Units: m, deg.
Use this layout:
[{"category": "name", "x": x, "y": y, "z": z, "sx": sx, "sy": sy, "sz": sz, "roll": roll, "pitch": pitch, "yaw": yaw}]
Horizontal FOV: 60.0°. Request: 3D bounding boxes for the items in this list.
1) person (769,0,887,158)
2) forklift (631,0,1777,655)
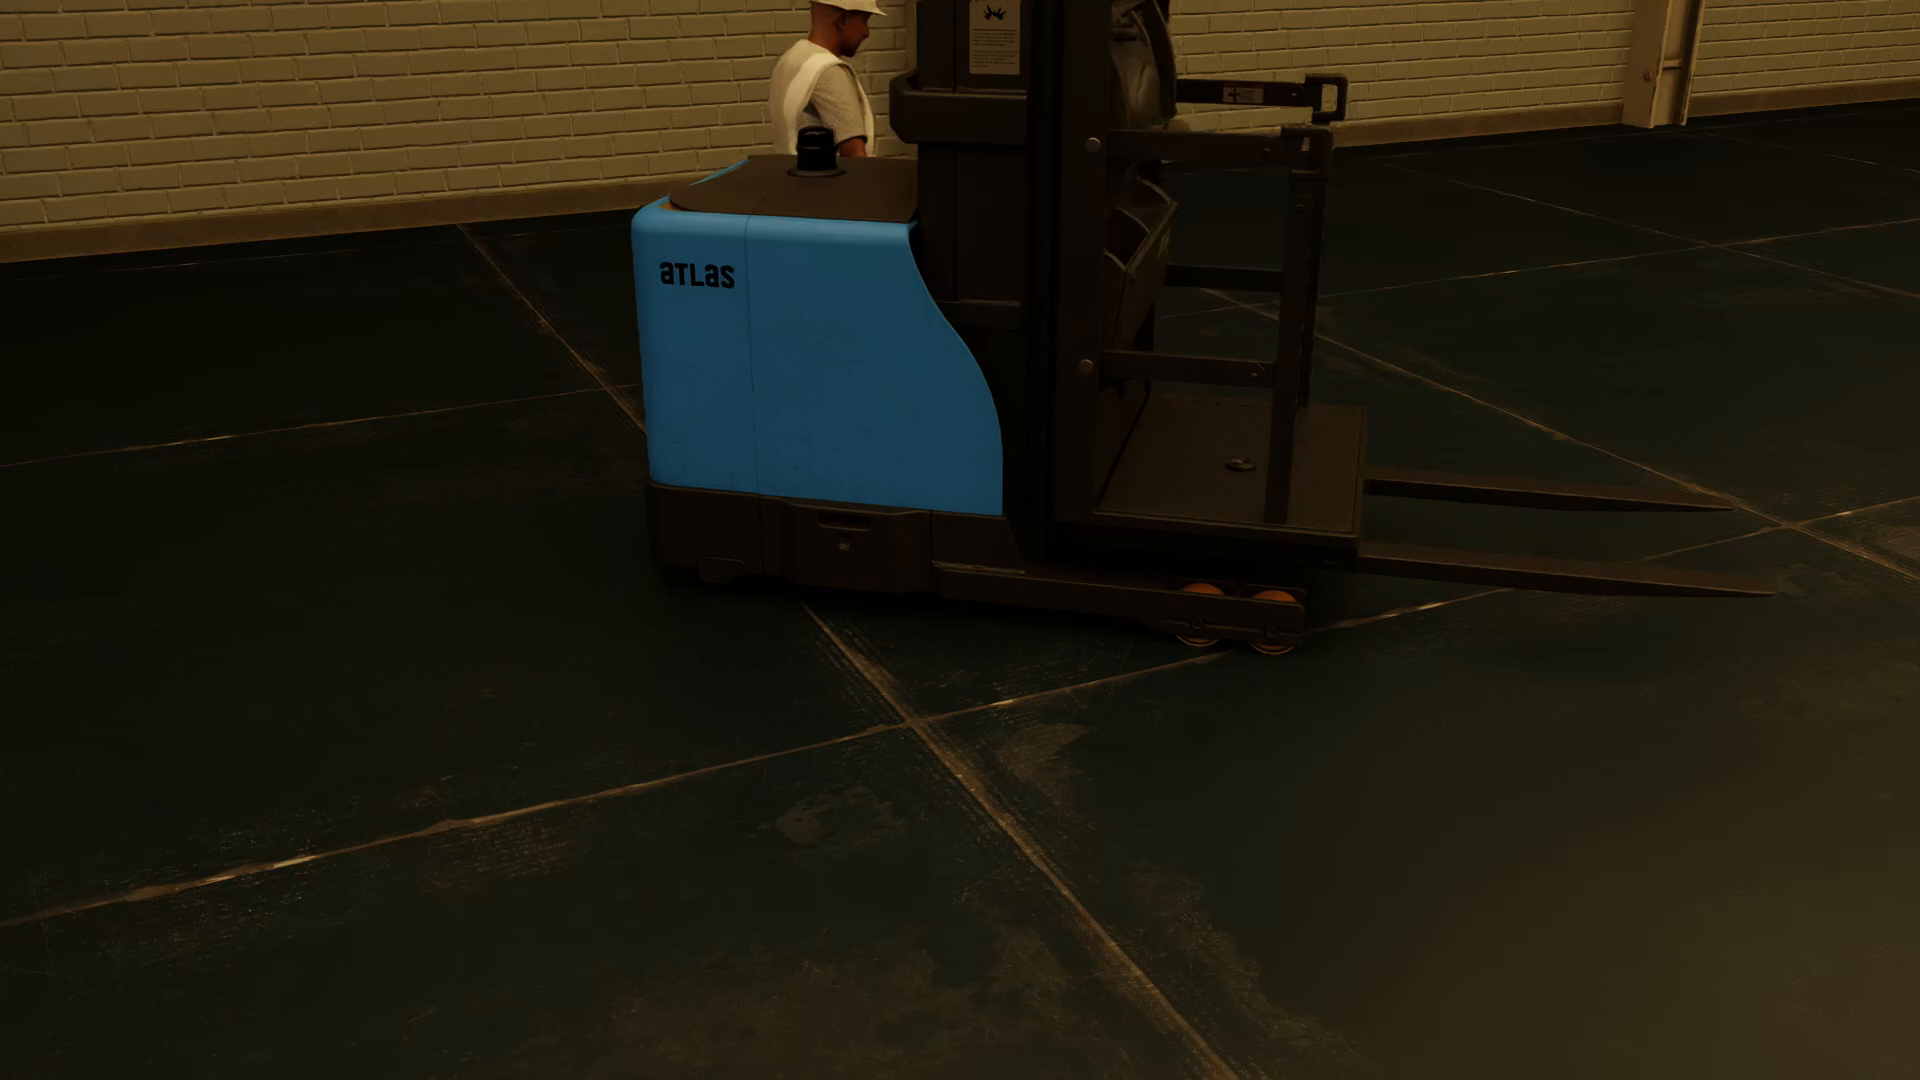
[{"category": "person", "x": -0.366, "y": -1.170, "z": 5.890, "sx": 0.900, "sy": 1.650, "sz": 1.022, "roll": -8, "pitch": 24, "yaw": -19}, {"category": "forklift", "x": 0.675, "y": -1.276, "z": 4.358, "sx": 3.031, "sy": 2.935, "sz": 1.130, "roll": 5, "pitch": 23, "yaw": 13}]
